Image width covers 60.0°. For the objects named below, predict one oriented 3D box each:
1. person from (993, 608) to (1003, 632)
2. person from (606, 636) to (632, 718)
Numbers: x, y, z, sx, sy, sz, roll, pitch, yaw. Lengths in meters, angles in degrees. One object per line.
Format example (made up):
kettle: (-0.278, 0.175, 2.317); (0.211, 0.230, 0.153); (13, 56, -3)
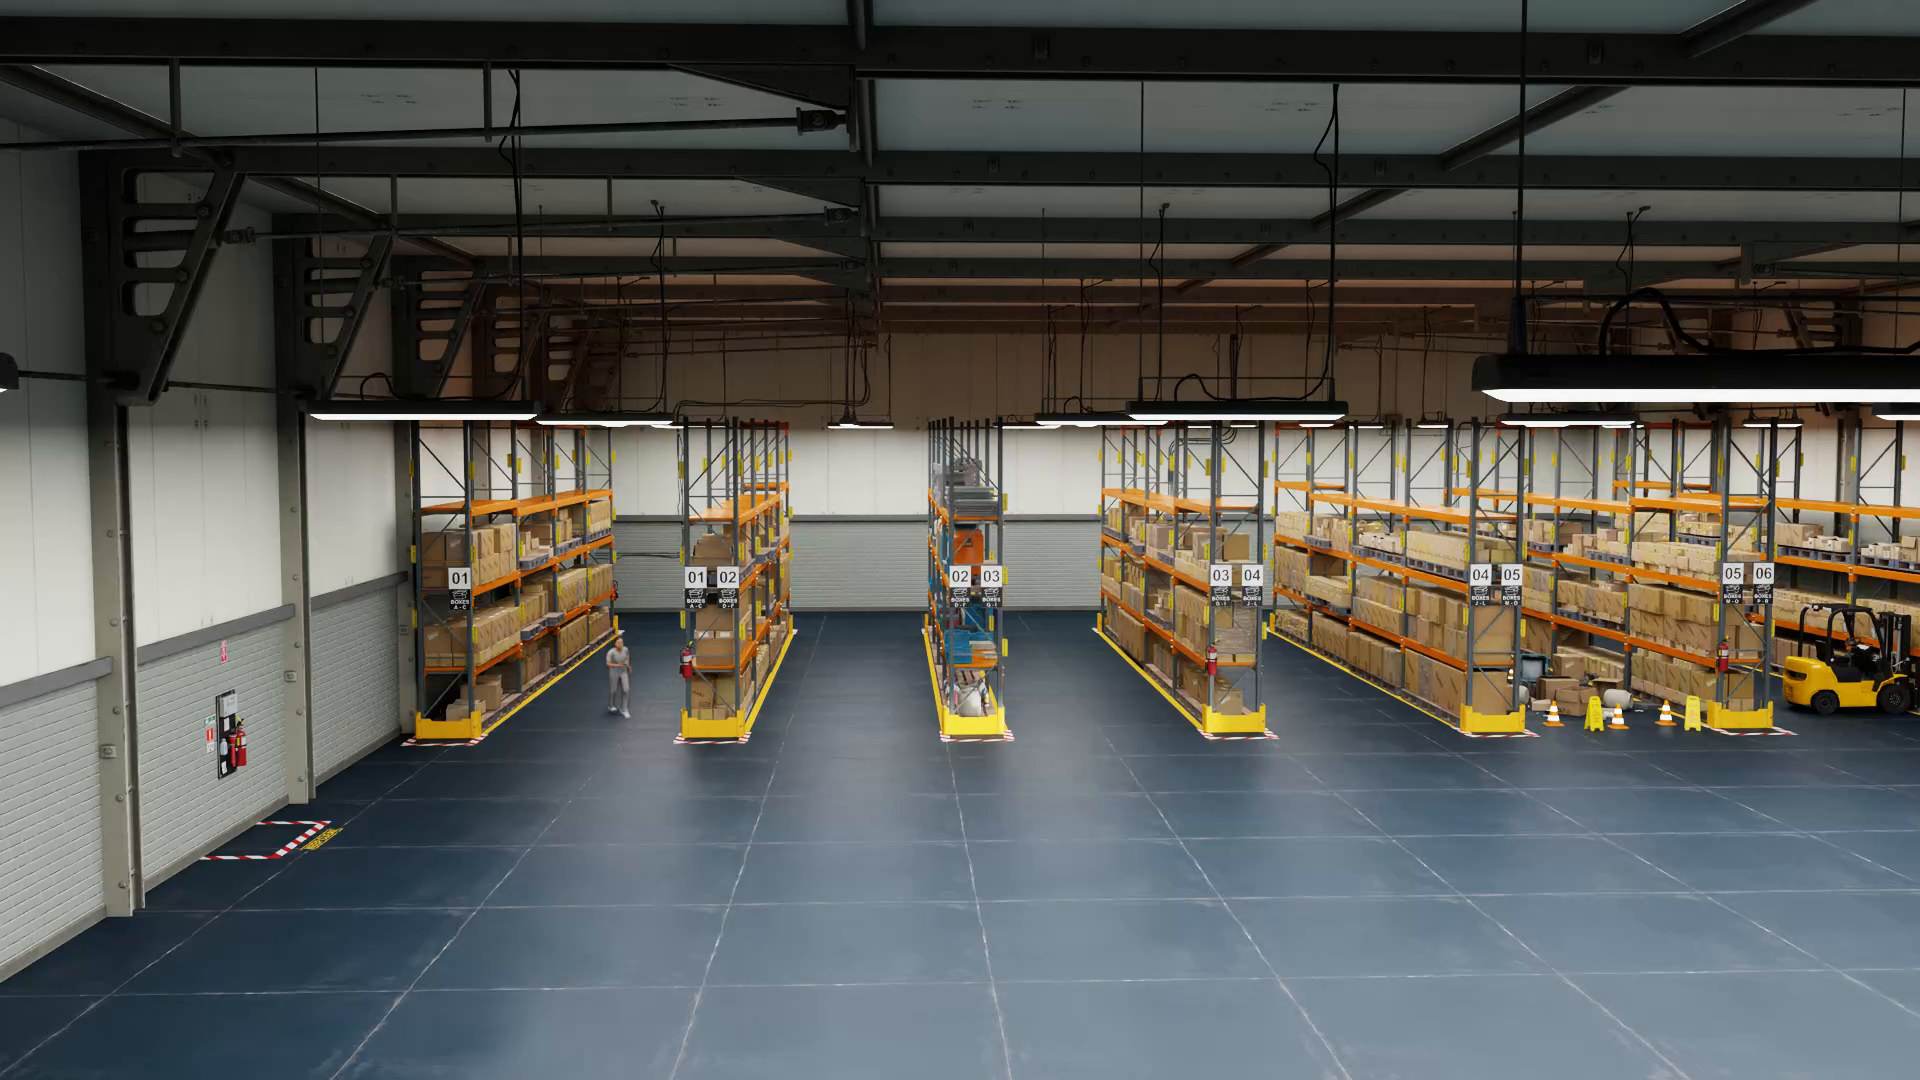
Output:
person: (0.925, 1.831, 47.759); (0.655, 1.639, 0.770); (-2, 4, -33)
person: (-6.875, 2.728, 33.451); (0.562, 1.641, 0.953); (-2, 4, -26)
